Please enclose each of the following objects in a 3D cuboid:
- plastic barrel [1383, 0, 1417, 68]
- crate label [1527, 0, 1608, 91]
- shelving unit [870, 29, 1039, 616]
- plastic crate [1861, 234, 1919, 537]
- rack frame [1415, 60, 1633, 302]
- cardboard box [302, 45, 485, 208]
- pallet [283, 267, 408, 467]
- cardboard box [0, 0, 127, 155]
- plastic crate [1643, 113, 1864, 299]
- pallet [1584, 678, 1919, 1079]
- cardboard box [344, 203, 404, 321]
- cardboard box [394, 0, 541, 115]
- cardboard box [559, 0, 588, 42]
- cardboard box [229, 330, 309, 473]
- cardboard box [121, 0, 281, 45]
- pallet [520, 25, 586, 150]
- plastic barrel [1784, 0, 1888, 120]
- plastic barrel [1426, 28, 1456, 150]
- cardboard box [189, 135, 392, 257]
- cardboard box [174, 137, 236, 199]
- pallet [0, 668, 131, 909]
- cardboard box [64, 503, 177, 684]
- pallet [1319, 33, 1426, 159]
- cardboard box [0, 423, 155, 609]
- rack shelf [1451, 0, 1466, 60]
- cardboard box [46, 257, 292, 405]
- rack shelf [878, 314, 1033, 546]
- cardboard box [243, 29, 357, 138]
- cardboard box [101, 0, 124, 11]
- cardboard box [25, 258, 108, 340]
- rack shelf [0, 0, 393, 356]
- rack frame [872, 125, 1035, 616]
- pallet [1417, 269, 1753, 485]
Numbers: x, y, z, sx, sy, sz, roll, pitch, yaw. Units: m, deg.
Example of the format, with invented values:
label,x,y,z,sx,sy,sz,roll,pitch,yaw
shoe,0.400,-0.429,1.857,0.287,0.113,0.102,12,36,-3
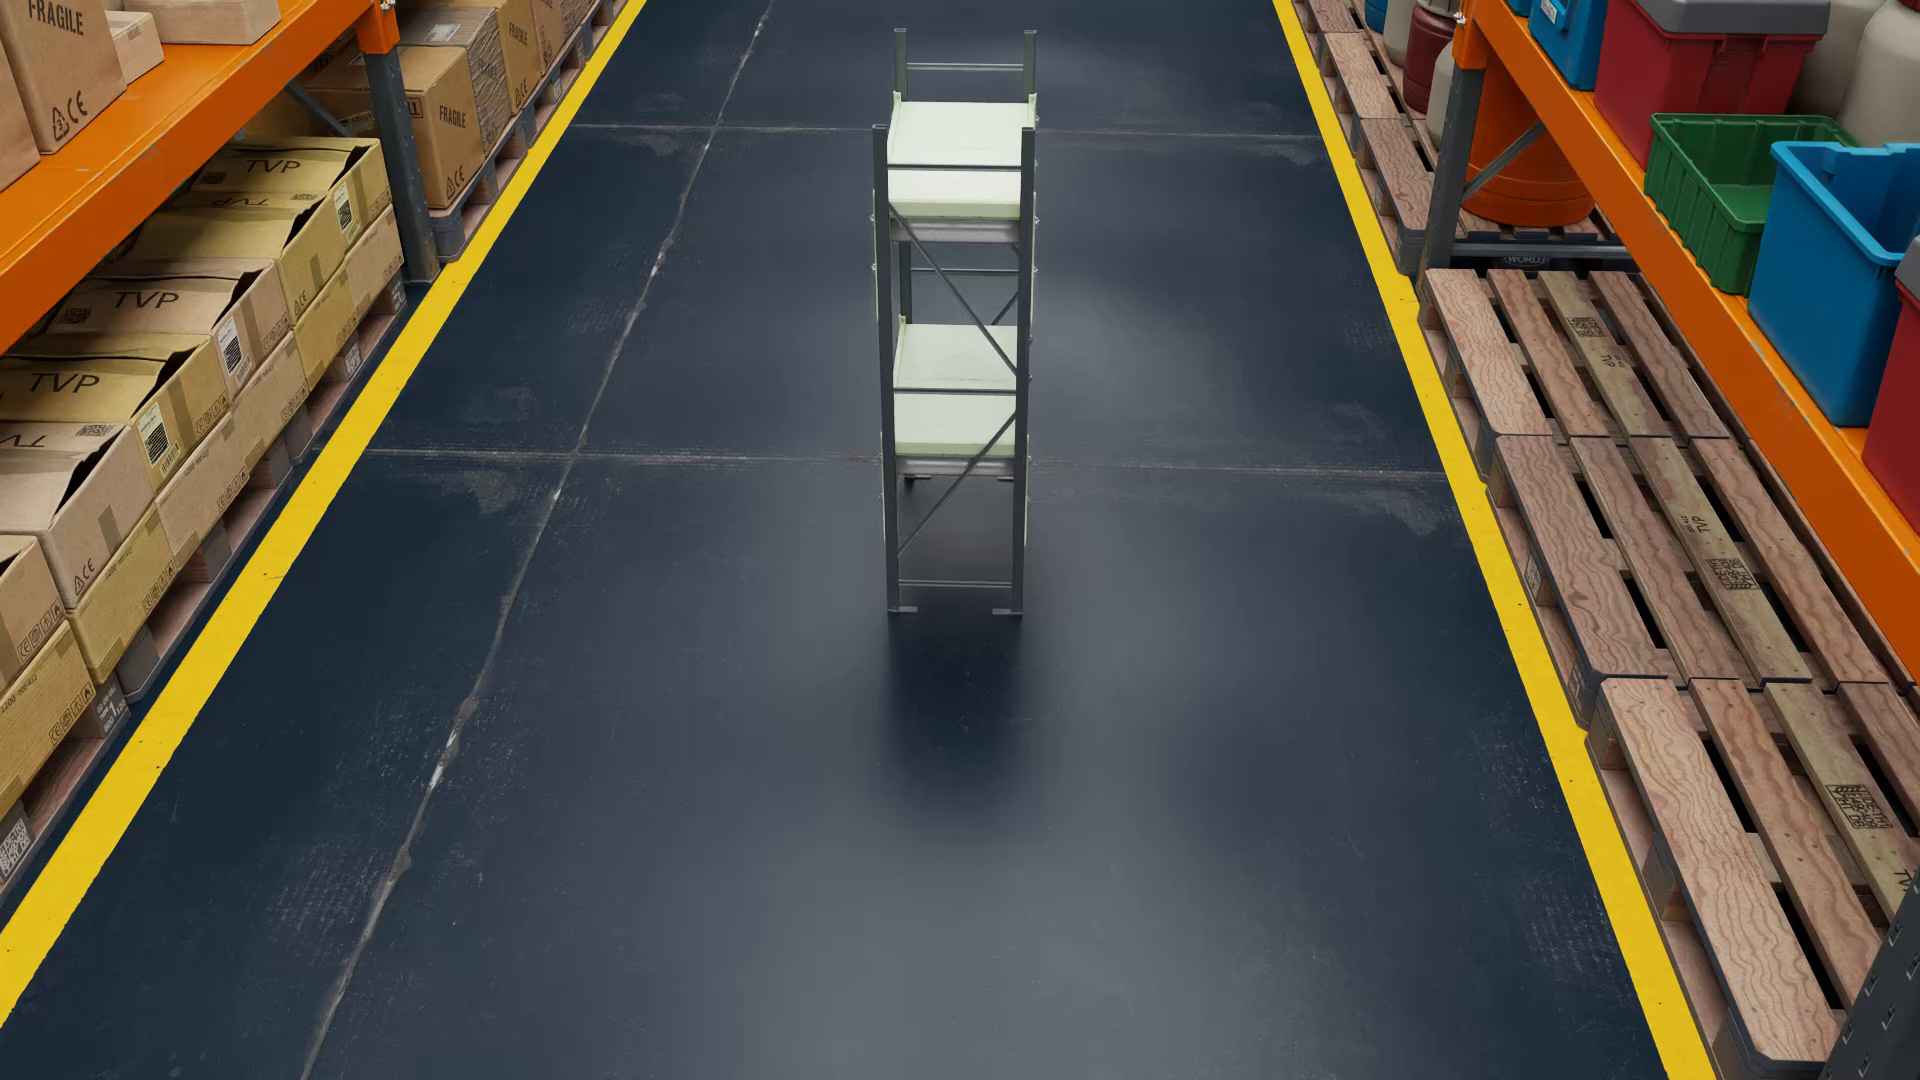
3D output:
label,x,y,z,sx,sy,sz,roll,pitch,yaw
plastic barrel,2.304,-2.594,8.131,0.421,0.512,0.421,0,35,0
crate label,2.013,-1.633,4.934,0.502,0.435,0.616,1,35,2
shelving unit,0.000,-0.610,4.813,0.431,1.500,0.755,1,35,2
plastic crate,1.876,-0.197,2.865,0.402,0.464,0.583,1,35,2
rack frame,2.323,-2.183,5.748,1.000,3.000,0.127,1,35,2
cardboard box,-2.322,-1.712,6.869,0.500,0.500,0.500,3,35,4
pallet,-2.698,-0.687,6.044,1.003,0.211,1.213,1,35,2
cardboard box,-2.677,-1.376,4.513,0.500,0.500,0.500,0,35,-1
plastic crate,1.950,-0.806,3.972,0.450,0.188,0.662,1,35,2
pallet,2.155,0.804,3.923,1.003,0.211,1.213,1,35,2
cardboard box,-2.404,-1.039,6.146,0.500,0.250,0.500,2,35,3
cardboard box,-2.282,-2.301,7.707,0.500,0.500,0.500,1,35,1
cardboard box,-2.248,-2.893,8.549,0.500,0.500,0.500,2,35,2
cardboard box,-2.444,-0.454,5.313,0.500,0.250,0.500,2,35,3
cardboard box,-2.386,-1.674,5.242,0.380,0.149,0.250,1,35,2
pallet,-2.507,-2.286,8.319,1.003,0.211,1.213,1,35,2
plastic barrel,2.478,-1.391,4.523,0.421,0.512,0.421,0,35,0
plastic barrel,2.259,-1.945,7.208,0.421,0.512,0.421,0,35,0
cardboard box,-2.401,-1.270,5.986,0.500,0.311,0.500,2,35,3
cardboard box,-2.941,-1.282,6.004,0.500,0.311,0.500,2,35,3
pallet,-2.796,0.715,4.049,1.003,0.211,1.213,1,35,2
cardboard box,-2.483,0.134,4.477,0.500,0.250,0.500,0,35,0
pallet,2.365,-2.195,8.190,1.003,0.211,1.213,1,35,2
cardboard box,-2.476,-0.095,4.314,0.500,0.311,0.500,0,35,0
rack shelf,2.403,-3.038,7.590,1.077,0.370,4.000,1,35,2
cardboard box,-2.439,-0.681,5.148,0.500,0.311,0.500,1,35,2
rack shelf,0.000,-0.343,5.001,0.431,0.370,0.720,1,35,2
cardboard box,-2.823,-2.000,7.278,0.500,0.500,0.500,3,35,4
cardboard box,-2.856,-1.754,5.215,0.500,0.311,0.500,1,35,1
cardboard box,-2.976,-0.687,5.157,0.500,0.311,0.500,0,35,1
rack shelf,-2.707,-0.856,4.486,1.077,0.370,4.000,1,35,2
rack frame,-0.015,-0.399,4.514,0.400,1.500,0.023,1,35,2
pallet,2.253,-0.598,5.918,1.003,0.211,1.213,1,35,2
